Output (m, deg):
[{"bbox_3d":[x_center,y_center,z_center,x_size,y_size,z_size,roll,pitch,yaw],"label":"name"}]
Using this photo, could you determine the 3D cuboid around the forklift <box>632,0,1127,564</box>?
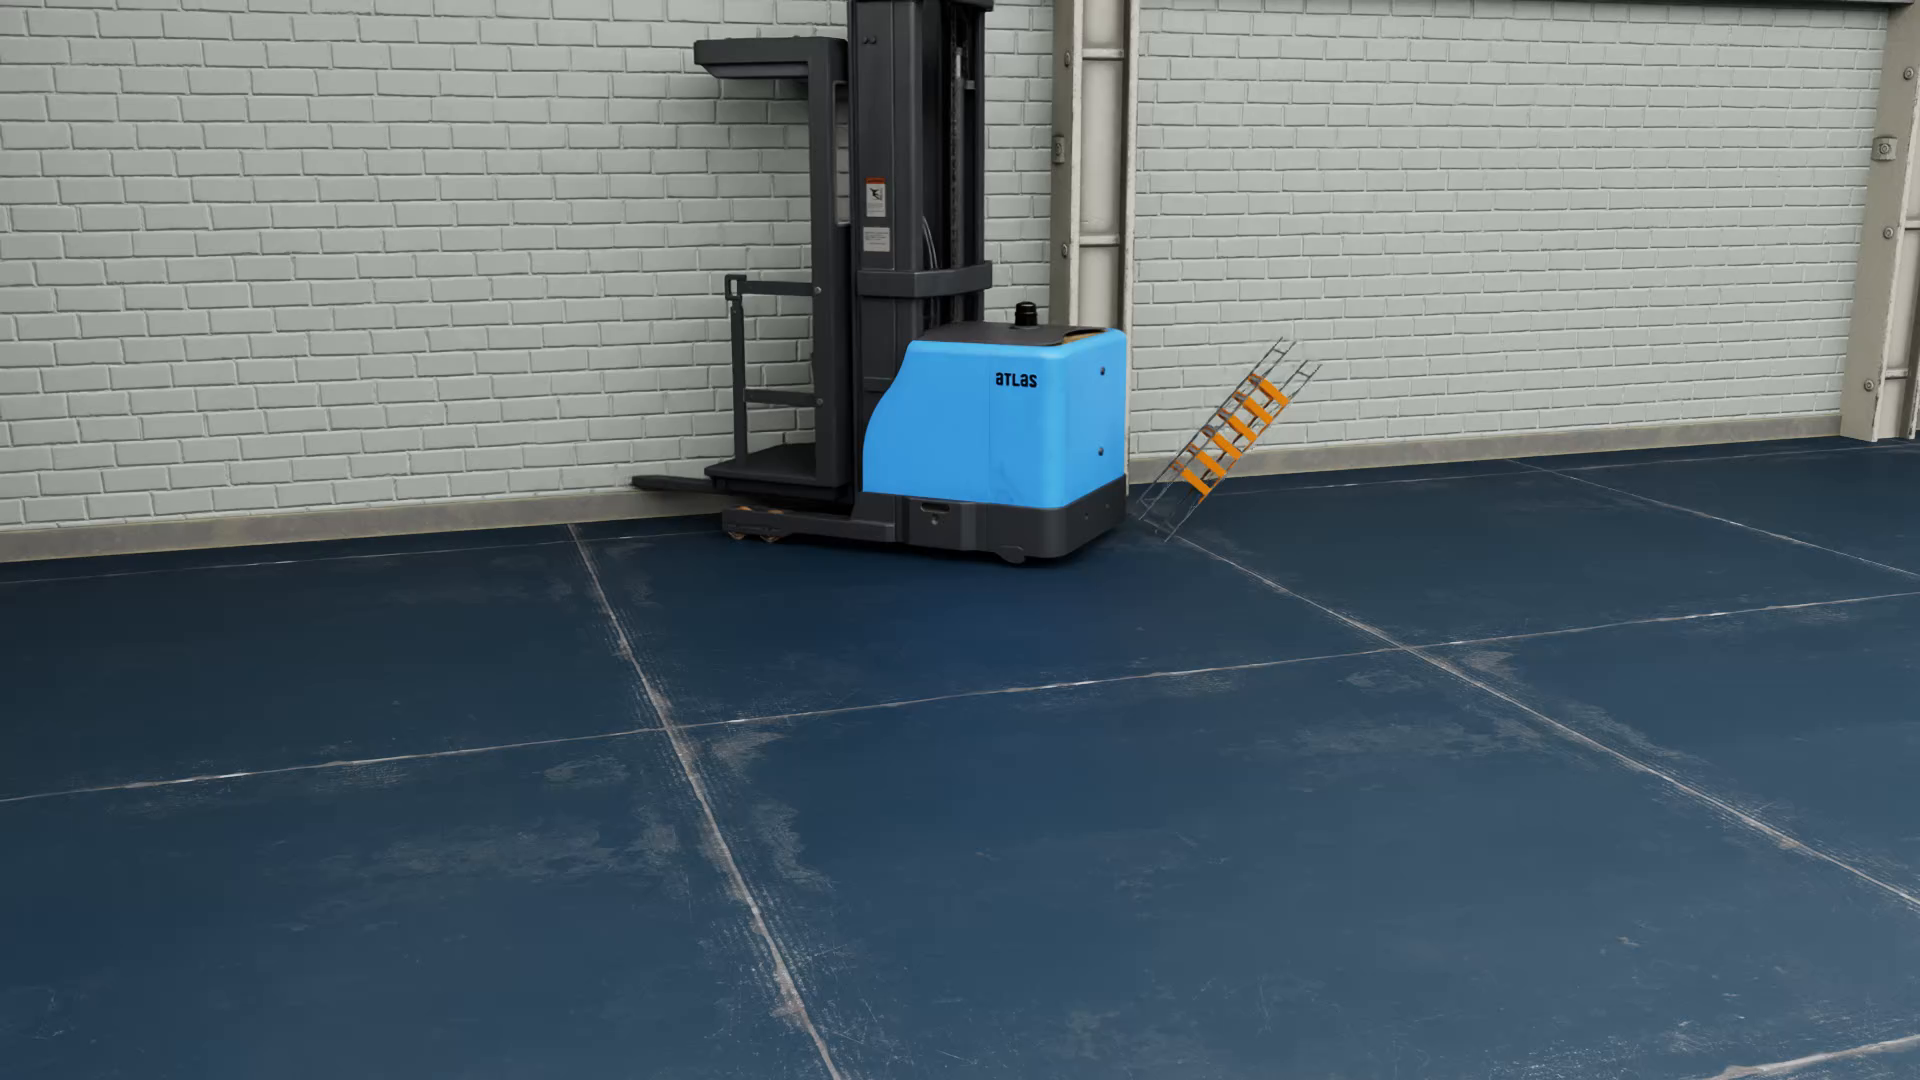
[{"bbox_3d":[-0.682,-1.519,8.695,3.031,2.935,1.130,6,15,24],"label":"forklift"}]

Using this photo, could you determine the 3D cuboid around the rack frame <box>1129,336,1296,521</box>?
[{"bbox_3d":[1.296,-0.579,8.584,0.006,1.200,0.240,39,6,-13],"label":"rack frame"}]

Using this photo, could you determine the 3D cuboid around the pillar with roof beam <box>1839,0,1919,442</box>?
[{"bbox_3d":[7.815,-4.162,6.692,0.400,9.000,9.100,-4,14,-18],"label":"pillar with roof beam"}]

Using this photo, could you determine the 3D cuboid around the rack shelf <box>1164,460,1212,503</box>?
[{"bbox_3d":[1.180,-0.309,8.635,0.180,0.103,0.258,39,6,-13],"label":"rack shelf"}]

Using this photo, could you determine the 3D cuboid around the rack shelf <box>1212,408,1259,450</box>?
[{"bbox_3d":[1.414,-0.579,8.597,0.180,0.103,0.258,39,6,-13],"label":"rack shelf"}]

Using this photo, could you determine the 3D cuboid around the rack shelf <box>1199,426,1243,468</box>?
[{"bbox_3d":[1.336,-0.489,8.610,0.180,0.103,0.258,39,6,-13],"label":"rack shelf"}]

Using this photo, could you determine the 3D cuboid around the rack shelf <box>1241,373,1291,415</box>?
[{"bbox_3d":[1.571,-0.760,8.572,0.180,0.103,0.258,39,6,-13],"label":"rack shelf"}]

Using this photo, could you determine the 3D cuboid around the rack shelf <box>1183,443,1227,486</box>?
[{"bbox_3d":[1.258,-0.399,8.622,0.180,0.103,0.258,39,6,-13],"label":"rack shelf"}]

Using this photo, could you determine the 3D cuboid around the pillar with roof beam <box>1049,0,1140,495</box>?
[{"bbox_3d":[2.128,-3.719,4.830,0.400,9.000,9.100,-4,14,-18],"label":"pillar with roof beam"}]

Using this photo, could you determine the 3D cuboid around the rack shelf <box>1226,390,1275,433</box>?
[{"bbox_3d":[1.493,-0.669,8.585,0.180,0.103,0.258,39,6,-13],"label":"rack shelf"}]

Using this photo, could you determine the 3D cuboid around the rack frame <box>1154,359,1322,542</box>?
[{"bbox_3d":[1.434,-0.466,8.626,0.006,1.200,0.240,39,6,-13],"label":"rack frame"}]

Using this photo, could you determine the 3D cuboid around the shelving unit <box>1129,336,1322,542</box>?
[{"bbox_3d":[1.365,-0.522,8.605,0.189,1.200,0.258,39,6,-13],"label":"shelving unit"}]
